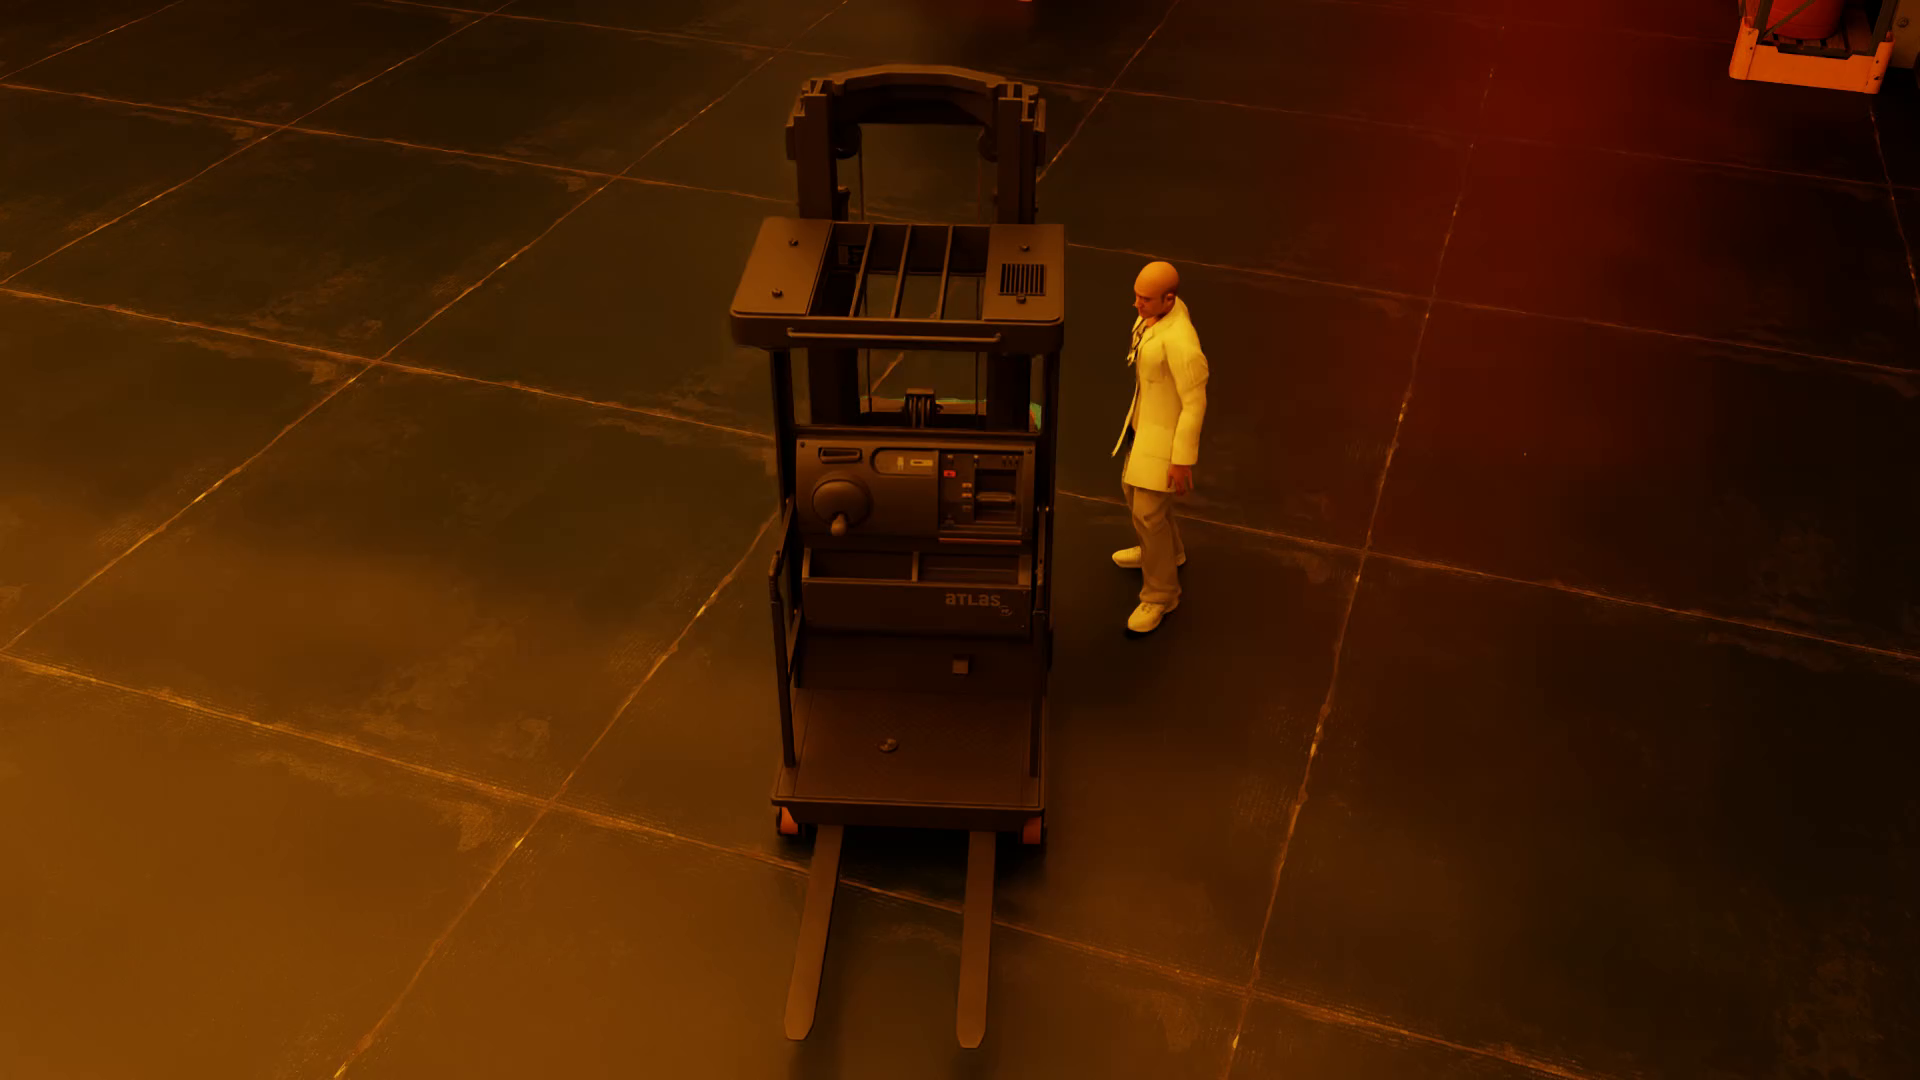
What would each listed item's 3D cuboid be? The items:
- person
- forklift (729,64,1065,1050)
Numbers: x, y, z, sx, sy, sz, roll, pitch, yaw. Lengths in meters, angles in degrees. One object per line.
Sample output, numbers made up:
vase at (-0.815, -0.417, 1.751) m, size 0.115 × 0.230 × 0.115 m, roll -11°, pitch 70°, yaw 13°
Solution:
person at (0.957, -0.515, 7.868) m, size 0.427 × 1.750 × 0.899 m, roll -5°, pitch 36°, yaw -7°
forklift at (-0.183, -0.134, 6.300) m, size 1.130 × 2.935 × 3.031 m, roll 2°, pitch 35°, yaw 3°
